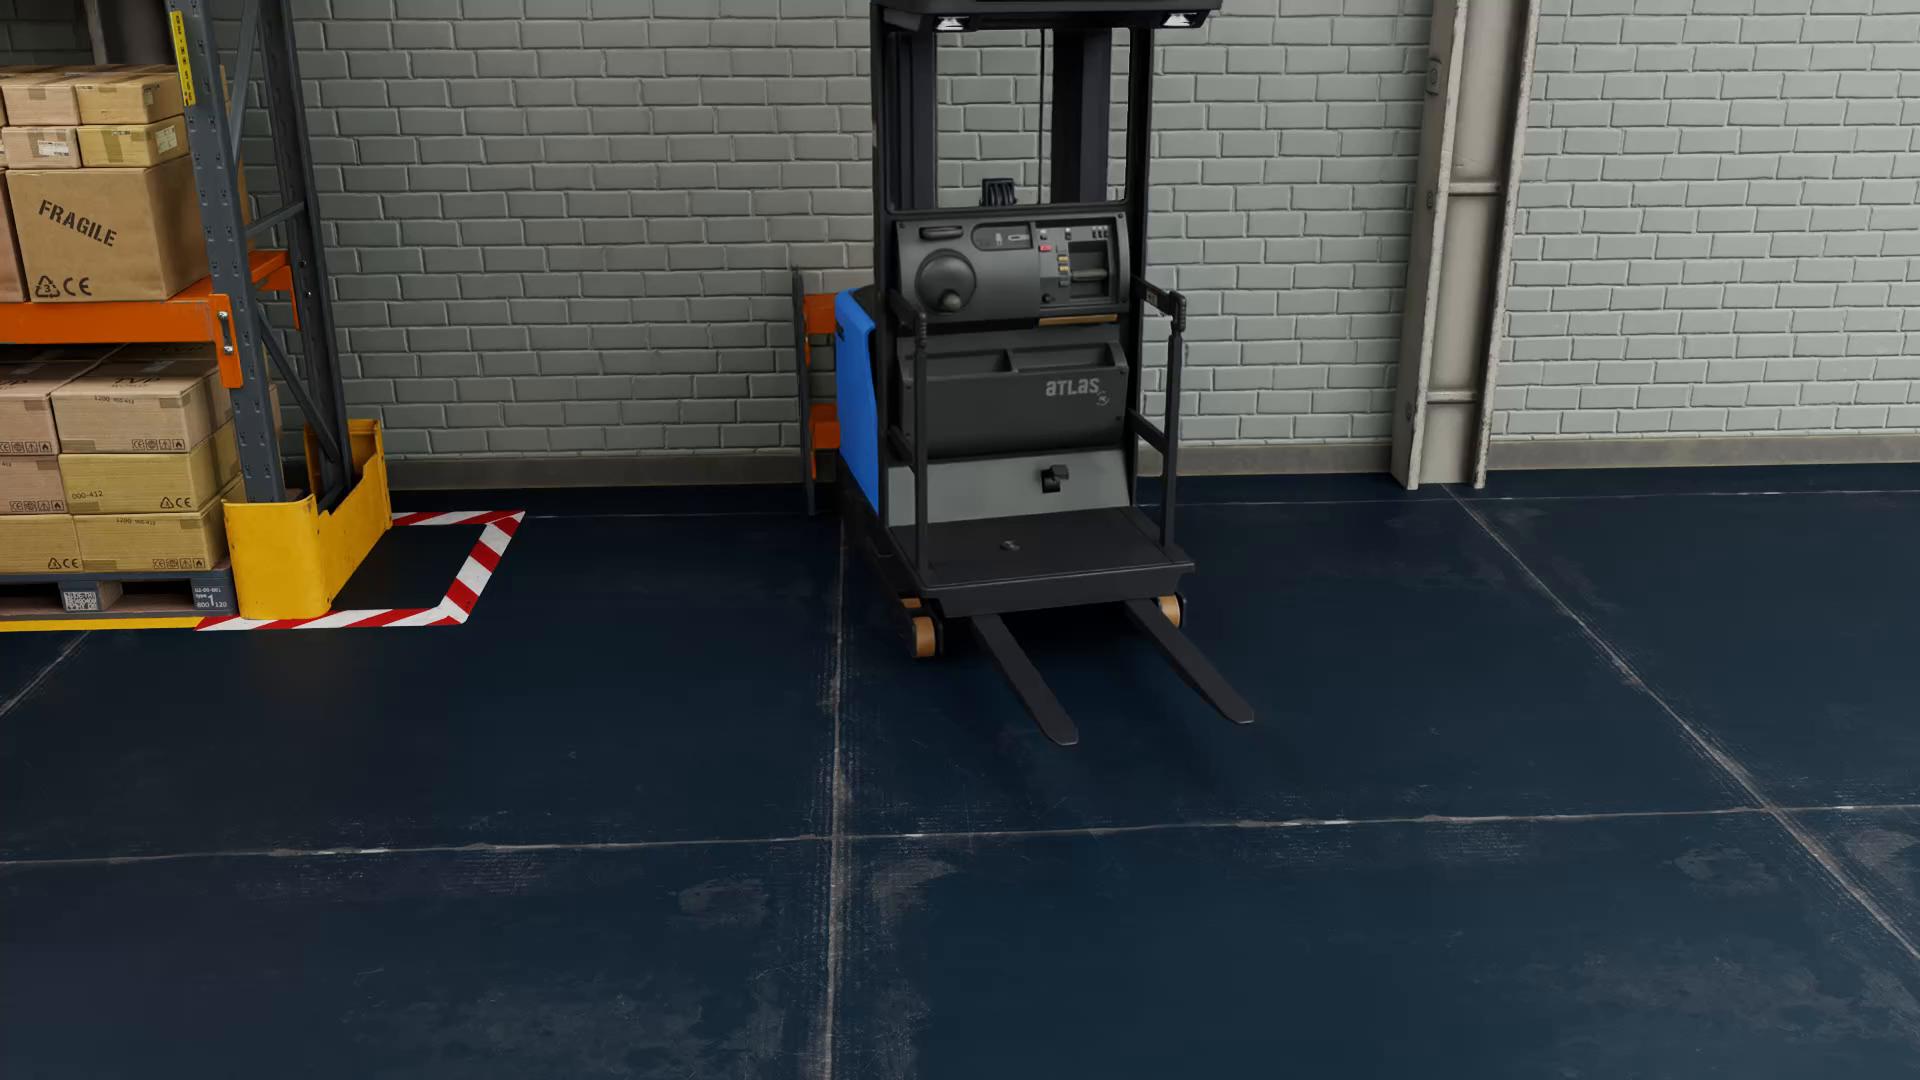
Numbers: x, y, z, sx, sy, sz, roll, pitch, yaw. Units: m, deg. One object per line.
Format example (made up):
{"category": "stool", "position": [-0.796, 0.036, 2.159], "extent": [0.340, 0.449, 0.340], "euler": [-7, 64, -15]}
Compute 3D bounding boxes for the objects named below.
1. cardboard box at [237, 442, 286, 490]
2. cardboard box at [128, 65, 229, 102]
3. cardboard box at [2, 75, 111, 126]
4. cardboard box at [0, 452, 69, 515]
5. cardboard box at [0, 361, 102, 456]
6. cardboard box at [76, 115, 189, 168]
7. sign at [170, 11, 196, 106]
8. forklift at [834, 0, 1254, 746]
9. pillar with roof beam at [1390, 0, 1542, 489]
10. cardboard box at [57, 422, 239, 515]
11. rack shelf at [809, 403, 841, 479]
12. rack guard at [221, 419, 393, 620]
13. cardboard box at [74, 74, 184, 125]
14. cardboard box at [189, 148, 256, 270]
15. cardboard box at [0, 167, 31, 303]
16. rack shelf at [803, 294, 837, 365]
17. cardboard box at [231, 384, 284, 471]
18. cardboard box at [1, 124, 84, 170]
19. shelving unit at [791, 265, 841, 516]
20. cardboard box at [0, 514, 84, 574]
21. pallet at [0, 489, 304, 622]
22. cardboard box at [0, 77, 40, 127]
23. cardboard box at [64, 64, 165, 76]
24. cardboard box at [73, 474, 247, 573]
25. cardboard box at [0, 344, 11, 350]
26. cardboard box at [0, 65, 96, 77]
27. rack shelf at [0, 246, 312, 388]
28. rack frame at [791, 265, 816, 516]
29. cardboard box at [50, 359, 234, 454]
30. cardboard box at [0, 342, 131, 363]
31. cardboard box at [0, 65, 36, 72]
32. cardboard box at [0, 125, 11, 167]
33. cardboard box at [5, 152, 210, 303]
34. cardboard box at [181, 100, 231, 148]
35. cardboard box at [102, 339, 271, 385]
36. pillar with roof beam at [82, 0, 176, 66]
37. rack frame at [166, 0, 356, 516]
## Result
{"category": "cardboard box", "position": [-3.332, -0.255, 7.349], "extent": [0.500, 0.250, 0.500], "euler": [-1, 21, -3]}
{"category": "cardboard box", "position": [-3.178, -1.842, 6.774], "extent": [0.250, 0.149, 0.380], "euler": [-2, 21, -4]}
{"category": "cardboard box", "position": [-3.420, -1.675, 6.335], "extent": [0.250, 0.149, 0.380], "euler": [-1, 21, -3]}
{"category": "cardboard box", "position": [-3.799, -0.302, 6.770], "extent": [0.500, 0.250, 0.500], "euler": [-1, 21, -4]}
{"category": "cardboard box", "position": [-3.781, -0.530, 6.667], "extent": [0.500, 0.250, 0.500], "euler": [-1, 21, -2]}
{"category": "cardboard box", "position": [-3.160, -1.528, 6.366], "extent": [0.250, 0.149, 0.380], "euler": [-1, 21, -2]}
{"category": "sign", "position": [-2.813, -1.743, 6.024], "extent": [0.005, 0.325, 0.100], "euler": [-1, 21, -3]}
{"category": "forklift", "position": [0.267, -1.062, 6.290], "extent": [1.130, 2.935, 3.031], "euler": [-5, 21, -13]}
{"category": "pillar with roof beam", "position": [2.659, -2.987, 2.818], "extent": [0.400, 9.000, 9.100], "euler": [-1, 21, -3]}
{"category": "cardboard box", "position": [-3.298, -0.308, 6.787], "extent": [0.500, 0.250, 0.500], "euler": [-1, 21, -4]}
{"category": "rack shelf", "position": [-0.239, -0.520, 8.065], "extent": [1.000, 0.278, 0.538], "euler": [-4, 16, -8]}
{"category": "rack guard", "position": [-2.806, -0.117, 7.225], "extent": [0.348, 0.500, 1.175], "euler": [-1, 21, -3]}
{"category": "cardboard box", "position": [-3.176, -1.691, 6.377], "extent": [0.250, 0.149, 0.380], "euler": [-1, 21, -3]}
{"category": "cardboard box", "position": [-3.340, -1.420, 6.994], "extent": [0.500, 0.500, 0.500], "euler": [0, 21, -1]}
{"category": "cardboard box", "position": [-3.825, -1.221, 6.471], "extent": [0.500, 0.500, 0.500], "euler": [-1, 21, -1]}
{"category": "rack shelf", "position": [-0.254, -1.038, 7.922], "extent": [1.000, 0.278, 0.538], "euler": [-4, 16, -8]}
{"category": "cardboard box", "position": [-3.311, -0.493, 7.273], "extent": [0.500, 0.250, 0.500], "euler": [-1, 21, -2]}
{"category": "cardboard box", "position": [-3.414, -1.512, 6.324], "extent": [0.250, 0.149, 0.380], "euler": [-1, 21, -2]}
{"category": "shelving unit", "position": [-0.246, -0.756, 8.000], "extent": [1.048, 1.125, 0.538], "euler": [-4, 16, -8]}
{"category": "cardboard box", "position": [-3.778, -0.067, 6.856], "extent": [0.500, 0.250, 0.500], "euler": [-1, 21, -3]}
{"category": "pallet", "position": [-3.591, 0.049, 7.195], "extent": [1.213, 0.211, 1.003], "euler": [-1, 21, -3]}
{"category": "cardboard box", "position": [-3.680, -1.660, 6.295], "extent": [0.250, 0.149, 0.380], "euler": [-1, 21, -2]}
{"category": "cardboard box", "position": [-3.447, -1.859, 6.818], "extent": [0.250, 0.149, 0.380], "euler": [0, 21, -1]}
{"category": "cardboard box", "position": [-3.281, -0.074, 6.873], "extent": [0.500, 0.250, 0.500], "euler": [-1, 21, -3]}
{"category": "cardboard box", "position": [-4.319, -0.703, 7.120], "extent": [0.500, 0.250, 0.500], "euler": [-1, 21, -3]}
{"category": "cardboard box", "position": [-3.704, -1.839, 6.764], "extent": [0.250, 0.149, 0.380], "euler": [-1, 21, -2]}
{"category": "rack shelf", "position": [-4.827, -0.908, 6.800], "extent": [4.000, 0.370, 1.077], "euler": [-1, 21, -3]}
{"category": "rack frame", "position": [-0.749, -0.722, 7.933], "extent": [0.032, 1.125, 0.500], "euler": [-4, 16, -8]}
{"category": "cardboard box", "position": [-3.272, -0.543, 6.700], "extent": [0.500, 0.250, 0.500], "euler": [0, 21, -1]}
{"category": "cardboard box", "position": [-3.819, -0.709, 7.136], "extent": [0.500, 0.250, 0.500], "euler": [-1, 21, -3]}
{"category": "cardboard box", "position": [-3.951, -1.839, 6.765], "extent": [0.250, 0.149, 0.380], "euler": [-1, 21, -3]}
{"category": "cardboard box", "position": [-3.676, -1.528, 6.368], "extent": [0.250, 0.149, 0.380], "euler": [-1, 21, -2]}
{"category": "cardboard box", "position": [-3.306, -1.228, 6.490], "extent": [0.500, 0.500, 0.500], "euler": [-2, 21, -4]}
{"category": "cardboard box", "position": [-3.184, -1.720, 6.869], "extent": [0.250, 0.149, 0.380], "euler": [-2, 21, -4]}
{"category": "cardboard box", "position": [-3.321, -0.720, 7.166], "extent": [0.500, 0.250, 0.500], "euler": [-1, 21, -4]}
{"category": "pillar with roof beam", "position": [-3.331, -2.865, 2.498], "extent": [0.400, 9.000, 9.100], "euler": [-1, 21, -3]}
{"category": "rack frame", "position": [-2.830, -1.284, 6.779], "extent": [0.127, 3.000, 1.000], "euler": [-1, 21, -3]}
